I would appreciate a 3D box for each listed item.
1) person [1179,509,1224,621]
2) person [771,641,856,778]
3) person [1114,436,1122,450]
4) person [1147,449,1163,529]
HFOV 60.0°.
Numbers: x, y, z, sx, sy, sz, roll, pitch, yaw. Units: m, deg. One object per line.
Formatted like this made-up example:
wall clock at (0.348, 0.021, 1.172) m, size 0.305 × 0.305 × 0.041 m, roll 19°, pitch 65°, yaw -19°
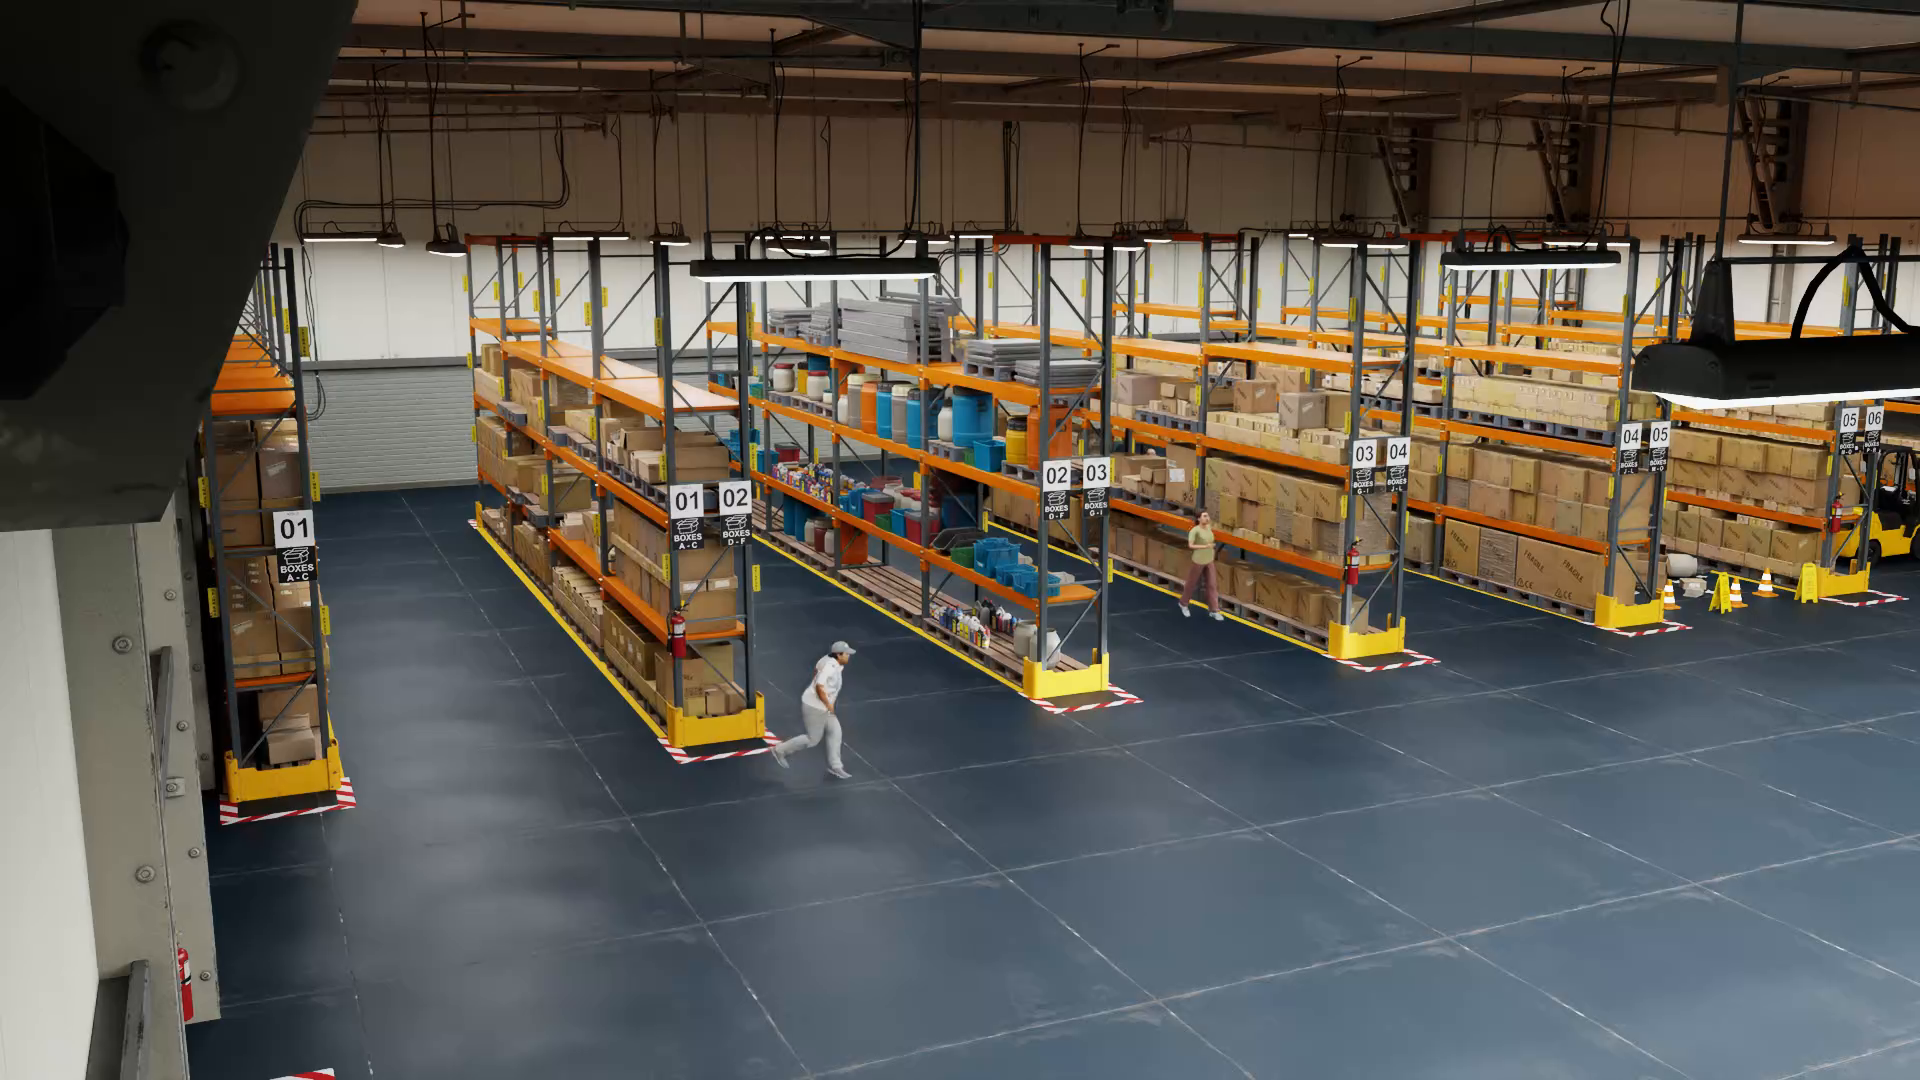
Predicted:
person at (3.689, 0.367, 25.283) m, size 0.574 × 1.704 × 0.905 m, roll -7°, pitch 13°, yaw -32°
person at (-1.678, 1.954, 19.019) m, size 0.992 × 1.632 × 0.623 m, roll -1°, pitch 11°, yaw -7°
person at (3.910, -2.566, 41.943) m, size 0.690 × 1.708 × 0.735 m, roll 3°, pitch 11°, yaw 17°
person at (3.878, -0.994, 33.721) m, size 0.661 × 1.719 × 0.935 m, roll -7°, pitch 13°, yaw -32°
